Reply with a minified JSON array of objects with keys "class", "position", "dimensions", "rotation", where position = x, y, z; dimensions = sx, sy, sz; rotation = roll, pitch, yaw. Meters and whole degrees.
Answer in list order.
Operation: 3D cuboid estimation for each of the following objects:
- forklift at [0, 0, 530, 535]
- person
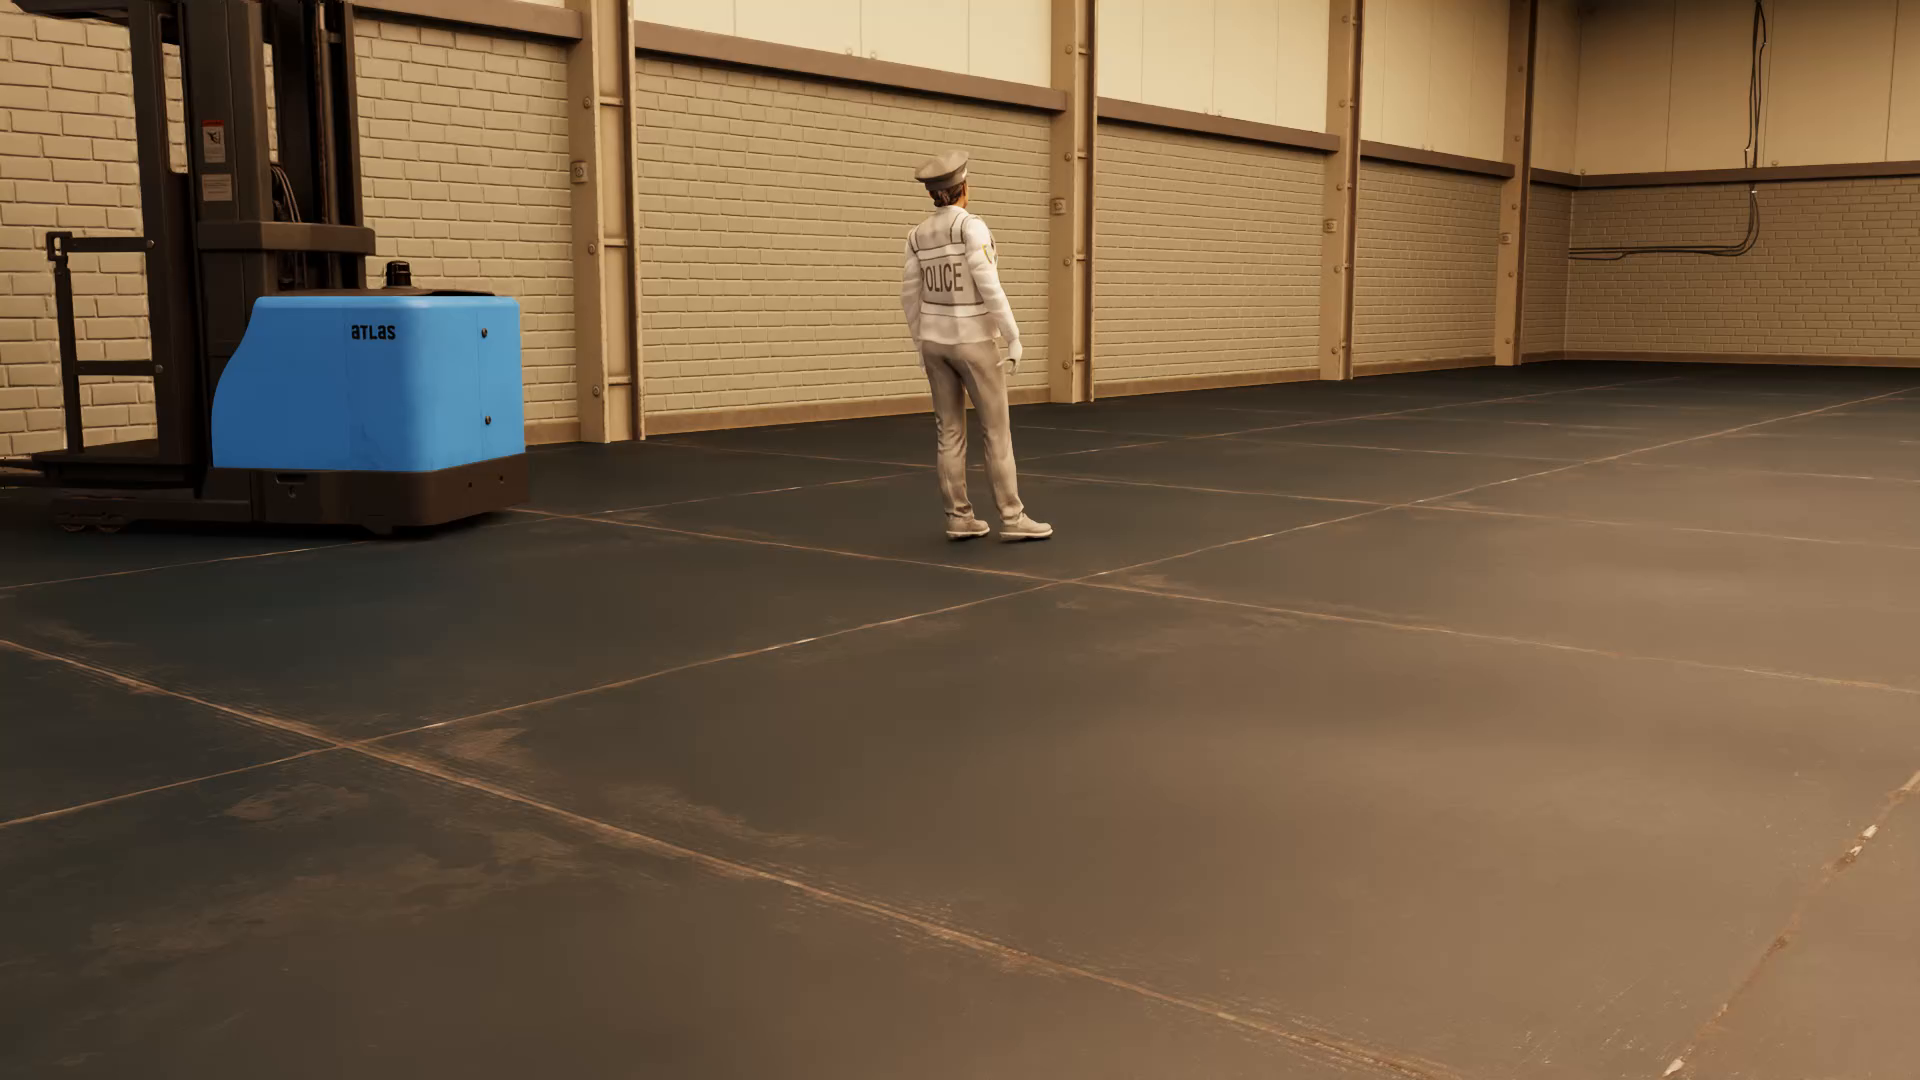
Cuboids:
[{"class":"forklift","position":[-3.701,-1.555,7.906],"dimensions":[3.031,2.935,1.130],"rotation":[2,9,12]},{"class":"person","position":[0.048,-0.853,7.330],"dimensions":[0.586,1.694,0.532],"rotation":[7,11,38]}]
